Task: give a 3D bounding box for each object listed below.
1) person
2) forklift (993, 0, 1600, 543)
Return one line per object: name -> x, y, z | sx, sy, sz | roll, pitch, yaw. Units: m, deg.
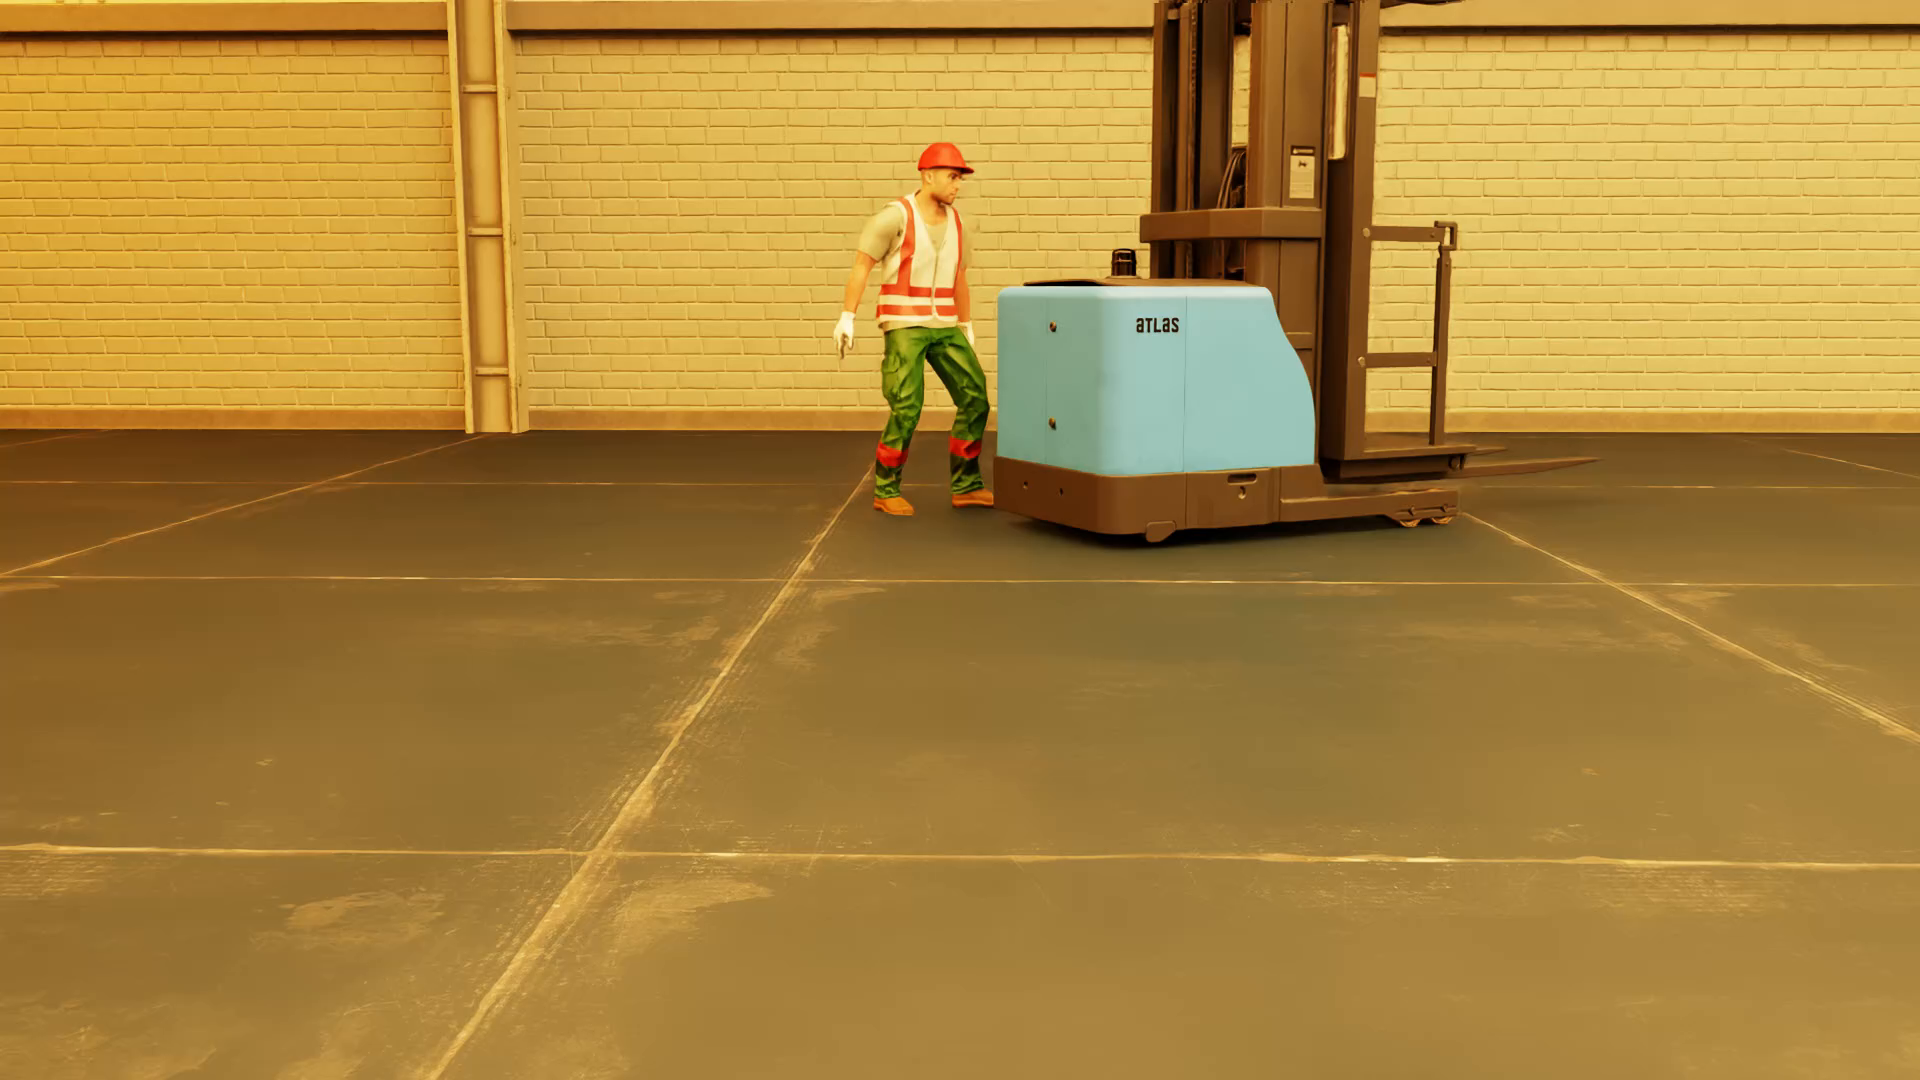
person -> -0.161, -0.993, 7.910 | 0.879, 1.749, 0.454 | -6, 11, -34
forklift -> 1.701, -1.570, 7.702 | 3.031, 2.935, 1.130 | -5, 10, -27
